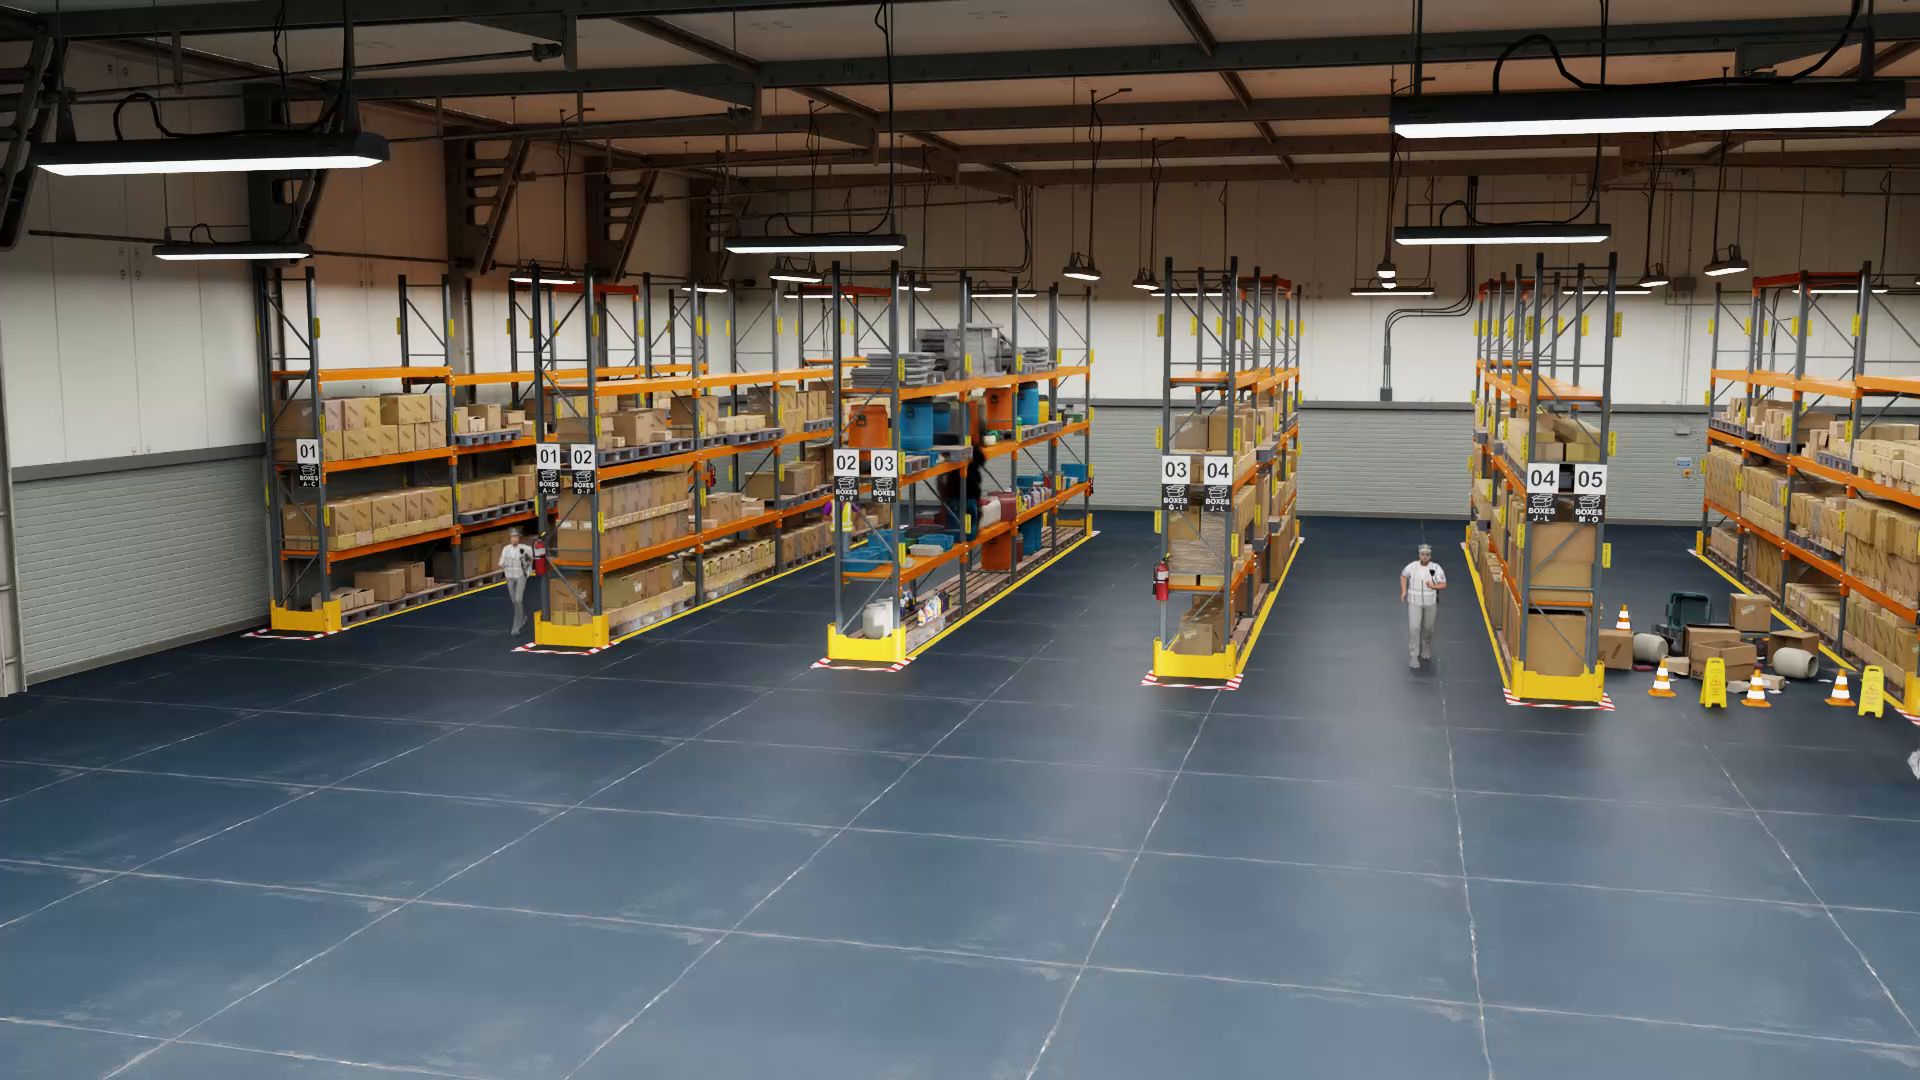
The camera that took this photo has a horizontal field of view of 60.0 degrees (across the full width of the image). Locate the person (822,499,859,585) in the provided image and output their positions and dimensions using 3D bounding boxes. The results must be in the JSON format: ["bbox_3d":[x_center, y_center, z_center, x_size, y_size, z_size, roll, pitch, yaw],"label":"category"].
[{"bbox_3d":[-2.249,-0.118,31.257,0.676,1.843,0.755,1,7,5],"label":"person"}]

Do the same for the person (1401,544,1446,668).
[{"bbox_3d":[6.924,0.952,24.870,0.653,1.798,0.891,2,7,13],"label":"person"}]

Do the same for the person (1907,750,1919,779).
[{"bbox_3d":[10.703,1.896,17.841,0.734,1.774,0.998,-4,8,-26],"label":"person"}]

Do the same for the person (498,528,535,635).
[{"bbox_3d":[-7.340,0.662,27.569,0.600,1.742,0.750,1,7,9],"label":"person"}]
